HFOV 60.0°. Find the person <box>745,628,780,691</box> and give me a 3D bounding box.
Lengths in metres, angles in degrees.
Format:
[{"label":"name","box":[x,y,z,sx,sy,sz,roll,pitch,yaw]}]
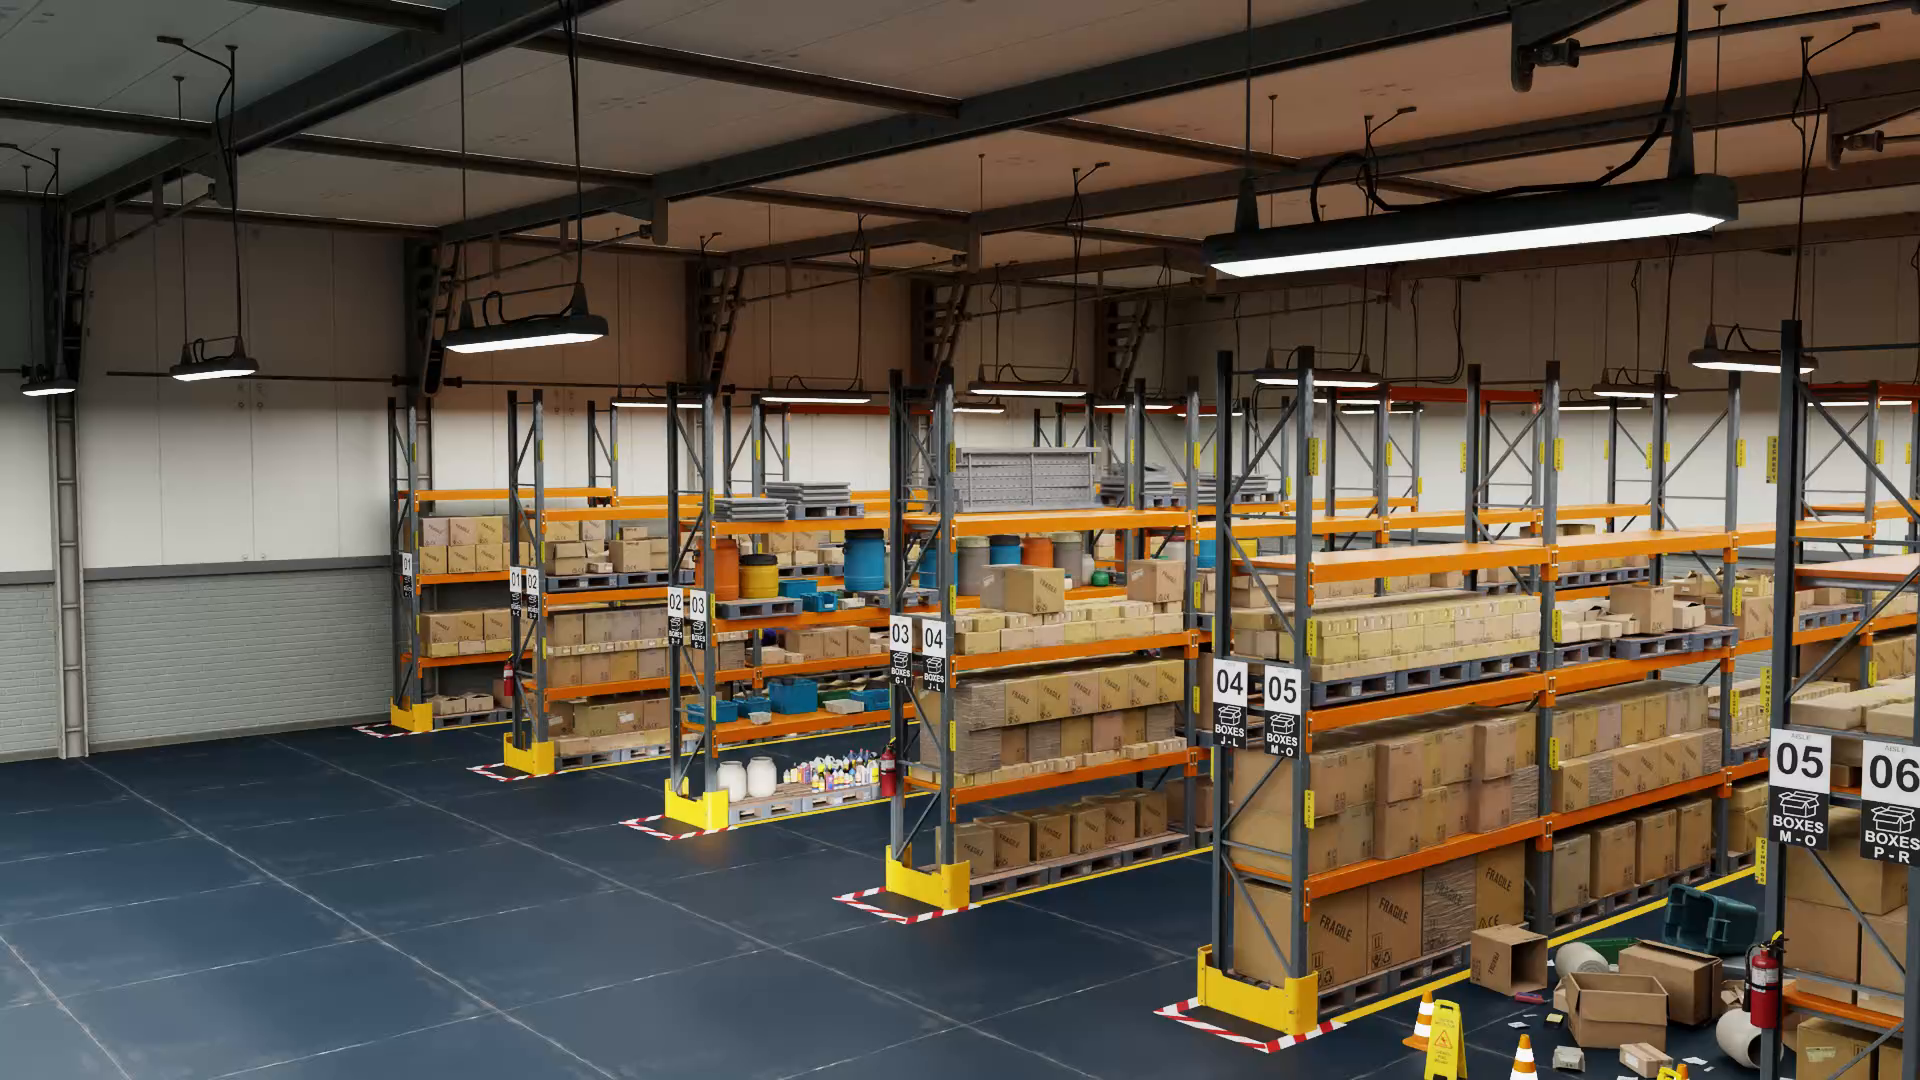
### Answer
[{"label":"person","box":[-3.751,2.258,31.291,0.700,1.766,0.584,-3,4,-39]}]
